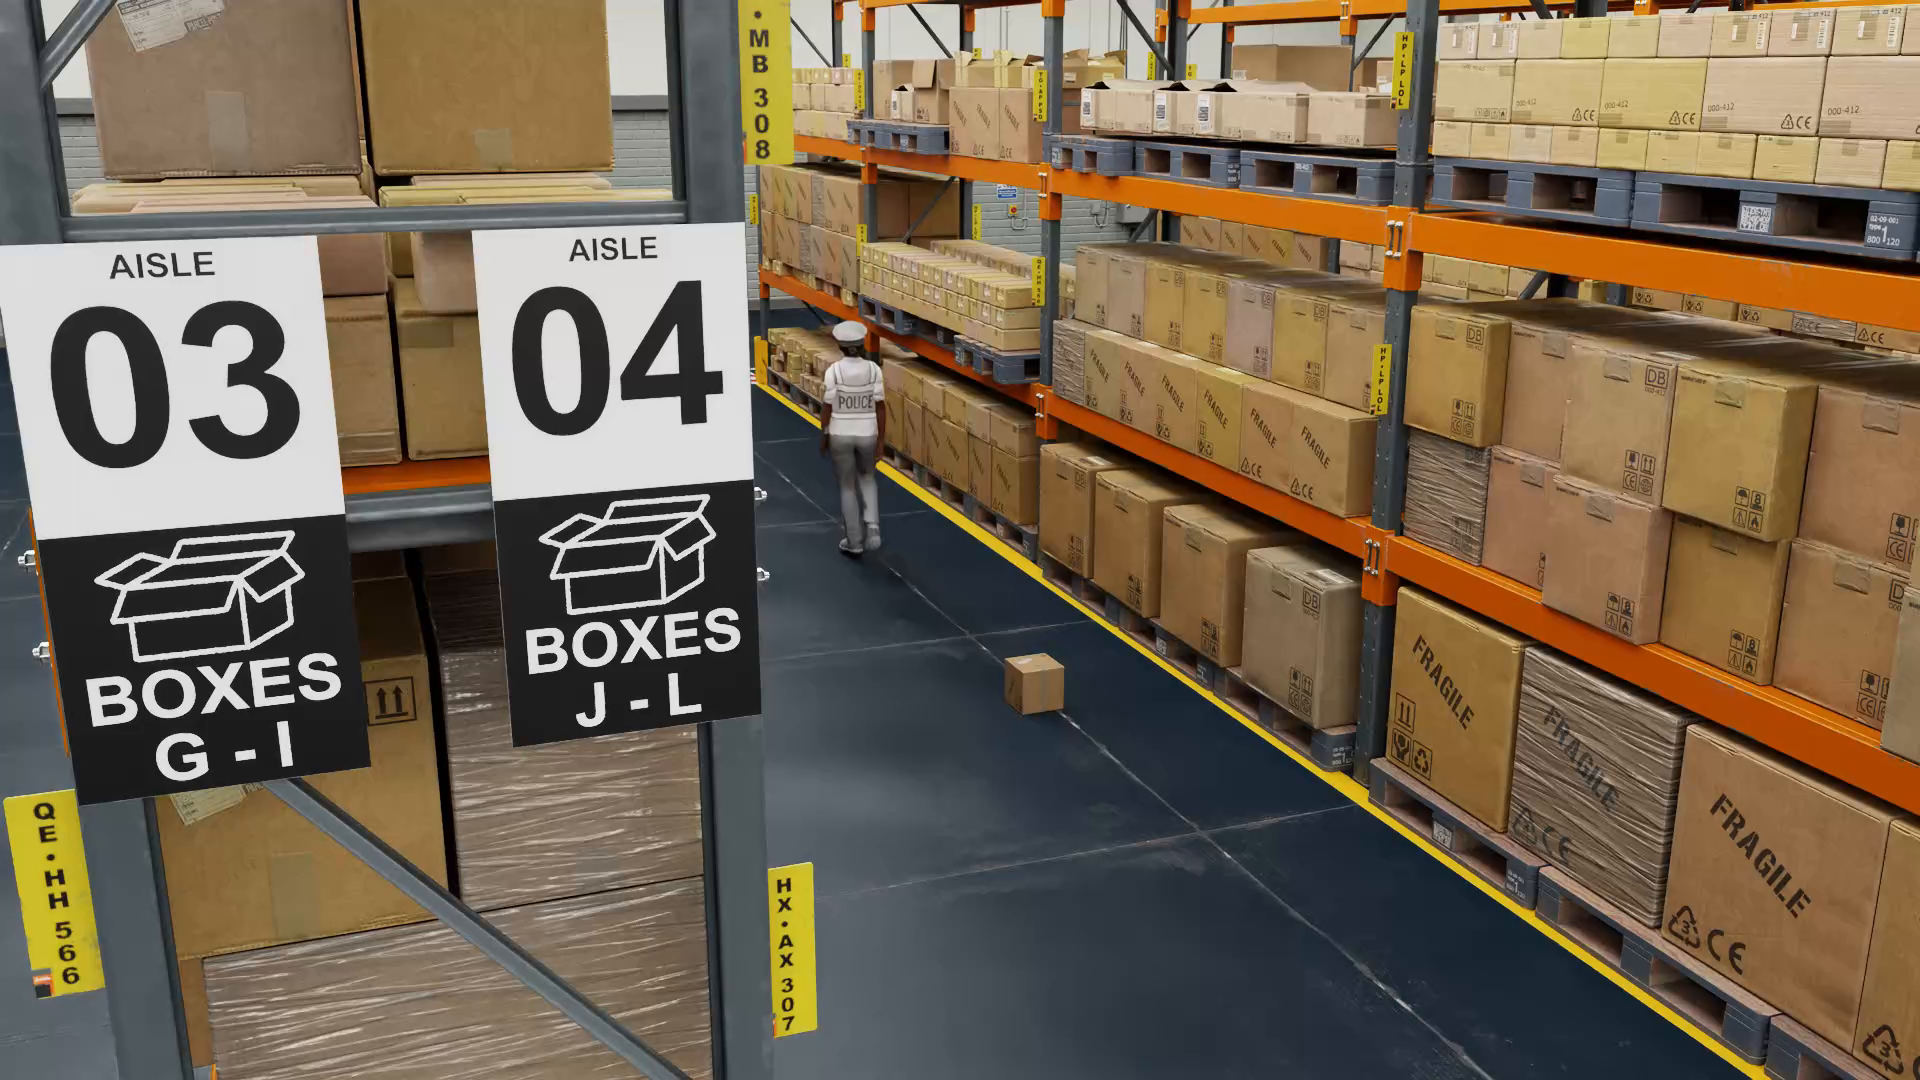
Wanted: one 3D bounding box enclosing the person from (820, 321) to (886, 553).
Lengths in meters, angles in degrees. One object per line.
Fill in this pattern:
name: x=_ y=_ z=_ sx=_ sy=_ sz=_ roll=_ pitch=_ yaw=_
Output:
person: x=-0.787 y=-0.740 z=12.052 sx=0.454 sy=1.706 sz=0.431 roll=-5 pitch=17 yaw=-18
